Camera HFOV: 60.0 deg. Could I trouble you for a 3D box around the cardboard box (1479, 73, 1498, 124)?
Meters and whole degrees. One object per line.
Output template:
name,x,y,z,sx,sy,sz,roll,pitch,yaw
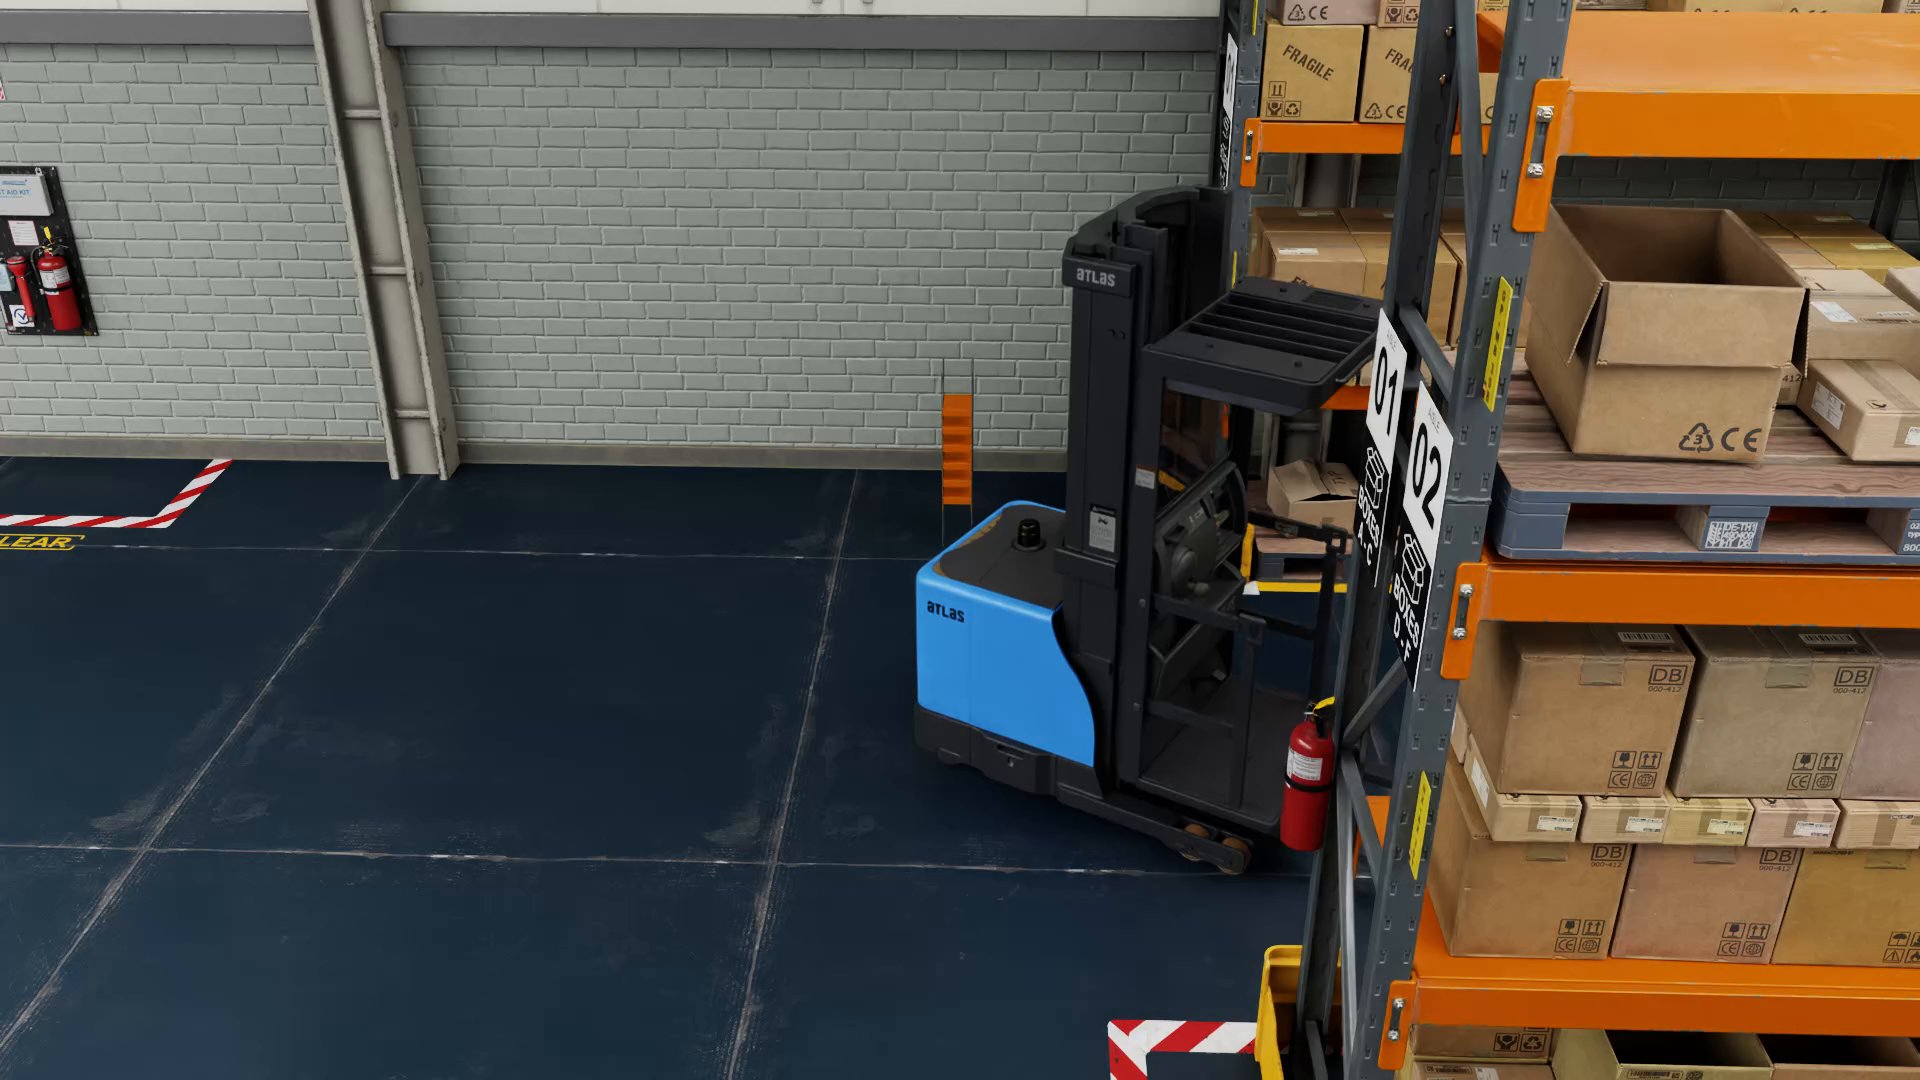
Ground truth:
cardboard box,2.925,-2.546,8.944,0.500,0.500,0.500,2,28,4

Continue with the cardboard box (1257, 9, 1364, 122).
cardboard box,1.871,-2.578,9.005,0.500,0.500,0.500,2,28,3

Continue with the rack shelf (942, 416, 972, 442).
rack shelf,-0.014,-0.703,10.303,0.180,0.103,0.258,1,28,2

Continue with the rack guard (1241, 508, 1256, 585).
rack guard,1.621,-0.217,10.550,0.348,0.500,1.175,1,28,2

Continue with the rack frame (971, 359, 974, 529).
rack frame,0.077,-0.529,10.392,0.006,1.200,0.240,1,28,2

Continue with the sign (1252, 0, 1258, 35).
sign,1.526,-2.780,8.581,0.005,0.325,0.100,1,28,2

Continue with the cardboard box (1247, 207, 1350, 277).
cardboard box,2.024,-1.688,9.995,0.500,0.500,0.500,1,28,1

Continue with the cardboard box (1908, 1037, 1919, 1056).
cardboard box,3.401,1.834,5.701,0.500,0.500,0.500,1,28,2

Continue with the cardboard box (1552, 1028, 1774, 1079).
cardboard box,2.402,1.815,5.736,0.500,0.500,0.500,1,28,2

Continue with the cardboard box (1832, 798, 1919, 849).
cardboard box,2.790,0.789,5.184,0.250,0.149,0.380,0,28,0

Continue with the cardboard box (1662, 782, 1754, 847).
cardboard box,2.272,0.781,5.200,0.250,0.149,0.380,1,28,2

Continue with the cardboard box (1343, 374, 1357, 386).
cardboard box,2.022,-1.108,9.702,0.500,0.250,0.500,0,28,0

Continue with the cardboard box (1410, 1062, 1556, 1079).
cardboard box,1.902,2.139,5.925,0.500,0.250,0.500,1,28,2

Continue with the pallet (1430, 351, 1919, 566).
pallet,2.080,-0.266,4.866,1.213,0.211,1.003,1,28,2

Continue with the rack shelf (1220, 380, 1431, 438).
rack shelf,3.544,-0.971,10.073,4.000,0.370,1.077,1,28,2

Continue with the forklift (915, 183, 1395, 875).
forklift,1.292,-0.023,7.589,3.031,2.935,1.130,16,32,28

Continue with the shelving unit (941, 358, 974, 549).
shelving unit,-0.014,-0.530,10.395,0.189,1.200,0.258,1,28,2

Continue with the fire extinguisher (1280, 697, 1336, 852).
fire extinguisher,1.272,0.811,6.025,0.183,0.674,0.296,1,28,2

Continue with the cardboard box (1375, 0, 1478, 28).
cardboard box,2.421,-2.990,8.715,0.500,0.500,0.500,1,28,1

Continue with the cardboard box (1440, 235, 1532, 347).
cardboard box,3.021,-1.423,9.496,0.500,0.500,0.500,0,28,0

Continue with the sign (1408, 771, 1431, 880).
sign,1.349,0.839,4.882,0.005,0.325,0.100,1,28,2

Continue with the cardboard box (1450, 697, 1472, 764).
cardboard box,1.763,0.583,5.574,0.250,0.149,0.380,0,28,1

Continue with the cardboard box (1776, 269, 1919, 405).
cardboard box,2.534,-0.614,4.991,0.500,0.250,0.500,1,28,2

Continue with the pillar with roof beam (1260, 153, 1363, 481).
pillar with roof beam,2.123,-2.351,5.503,0.400,9.000,9.100,1,28,2

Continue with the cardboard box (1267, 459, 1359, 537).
cardboard box,2.234,-0.275,10.393,0.500,0.311,0.500,-2,28,-4

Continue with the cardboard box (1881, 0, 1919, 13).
cardboard box,5.032,-2.957,8.654,0.500,0.500,0.500,-1,28,-3

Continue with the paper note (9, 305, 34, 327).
paper note,-6.364,-1.519,11.280,0.142,0.148,0.016,1,28,2

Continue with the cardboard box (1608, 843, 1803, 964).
cardboard box,2.365,0.973,5.531,0.500,0.500,0.700,2,28,3

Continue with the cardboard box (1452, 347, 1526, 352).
cardboard box,3.050,-1.095,9.677,0.500,0.250,0.500,1,28,1

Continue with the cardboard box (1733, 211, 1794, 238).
cardboard box,4.564,-1.646,9.916,0.500,0.500,0.500,1,28,2

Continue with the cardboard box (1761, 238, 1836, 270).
cardboard box,4.560,-1.399,9.449,0.500,0.500,0.500,1,28,2

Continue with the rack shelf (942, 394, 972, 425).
rack shelf,-0.014,-0.809,10.247,0.180,0.103,0.258,1,28,2

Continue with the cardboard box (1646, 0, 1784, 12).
cardboard box,3.962,-2.965,8.668,0.500,0.500,0.500,0,28,0

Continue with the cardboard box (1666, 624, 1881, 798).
cardboard box,2.419,0.400,5.226,0.500,0.500,0.700,0,28,0

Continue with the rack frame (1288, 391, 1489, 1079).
rack frame,1.374,0.997,5.593,0.127,3.000,1.000,1,28,2

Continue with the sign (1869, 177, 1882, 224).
sign,5.559,-2.027,10.061,0.005,0.325,0.100,1,28,2

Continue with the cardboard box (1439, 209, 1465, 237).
cardboard box,3.043,-1.668,9.958,0.500,0.500,0.500,0,28,0

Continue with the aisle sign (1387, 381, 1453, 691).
aisle sign,1.298,-0.010,4.716,0.004,0.787,0.394,1,28,2

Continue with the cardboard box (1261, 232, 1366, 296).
cardboard box,2.012,-1.448,9.542,0.500,0.500,0.500,1,28,2

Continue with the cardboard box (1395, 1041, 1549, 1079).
cardboard box,1.921,1.896,6.383,0.500,0.250,0.500,1,28,2

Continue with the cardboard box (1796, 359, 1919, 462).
cardboard box,2.544,-0.363,4.626,0.250,0.149,0.380,1,28,2

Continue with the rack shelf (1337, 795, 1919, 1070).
rack shelf,3.373,1.347,5.699,4.000,0.370,1.077,1,28,2

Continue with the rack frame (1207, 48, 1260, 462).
rack frame,1.545,-1.322,9.967,0.127,3.000,1.000,1,28,2

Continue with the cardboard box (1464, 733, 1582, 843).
cardboard box,1.759,0.773,5.215,0.250,0.149,0.380,1,28,1

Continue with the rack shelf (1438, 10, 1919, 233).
rack shelf,3.373,-1.126,4.388,4.000,0.370,1.077,1,28,2

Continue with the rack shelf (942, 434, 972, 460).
rack shelf,-0.014,-0.597,10.359,0.180,0.103,0.258,1,28,2
